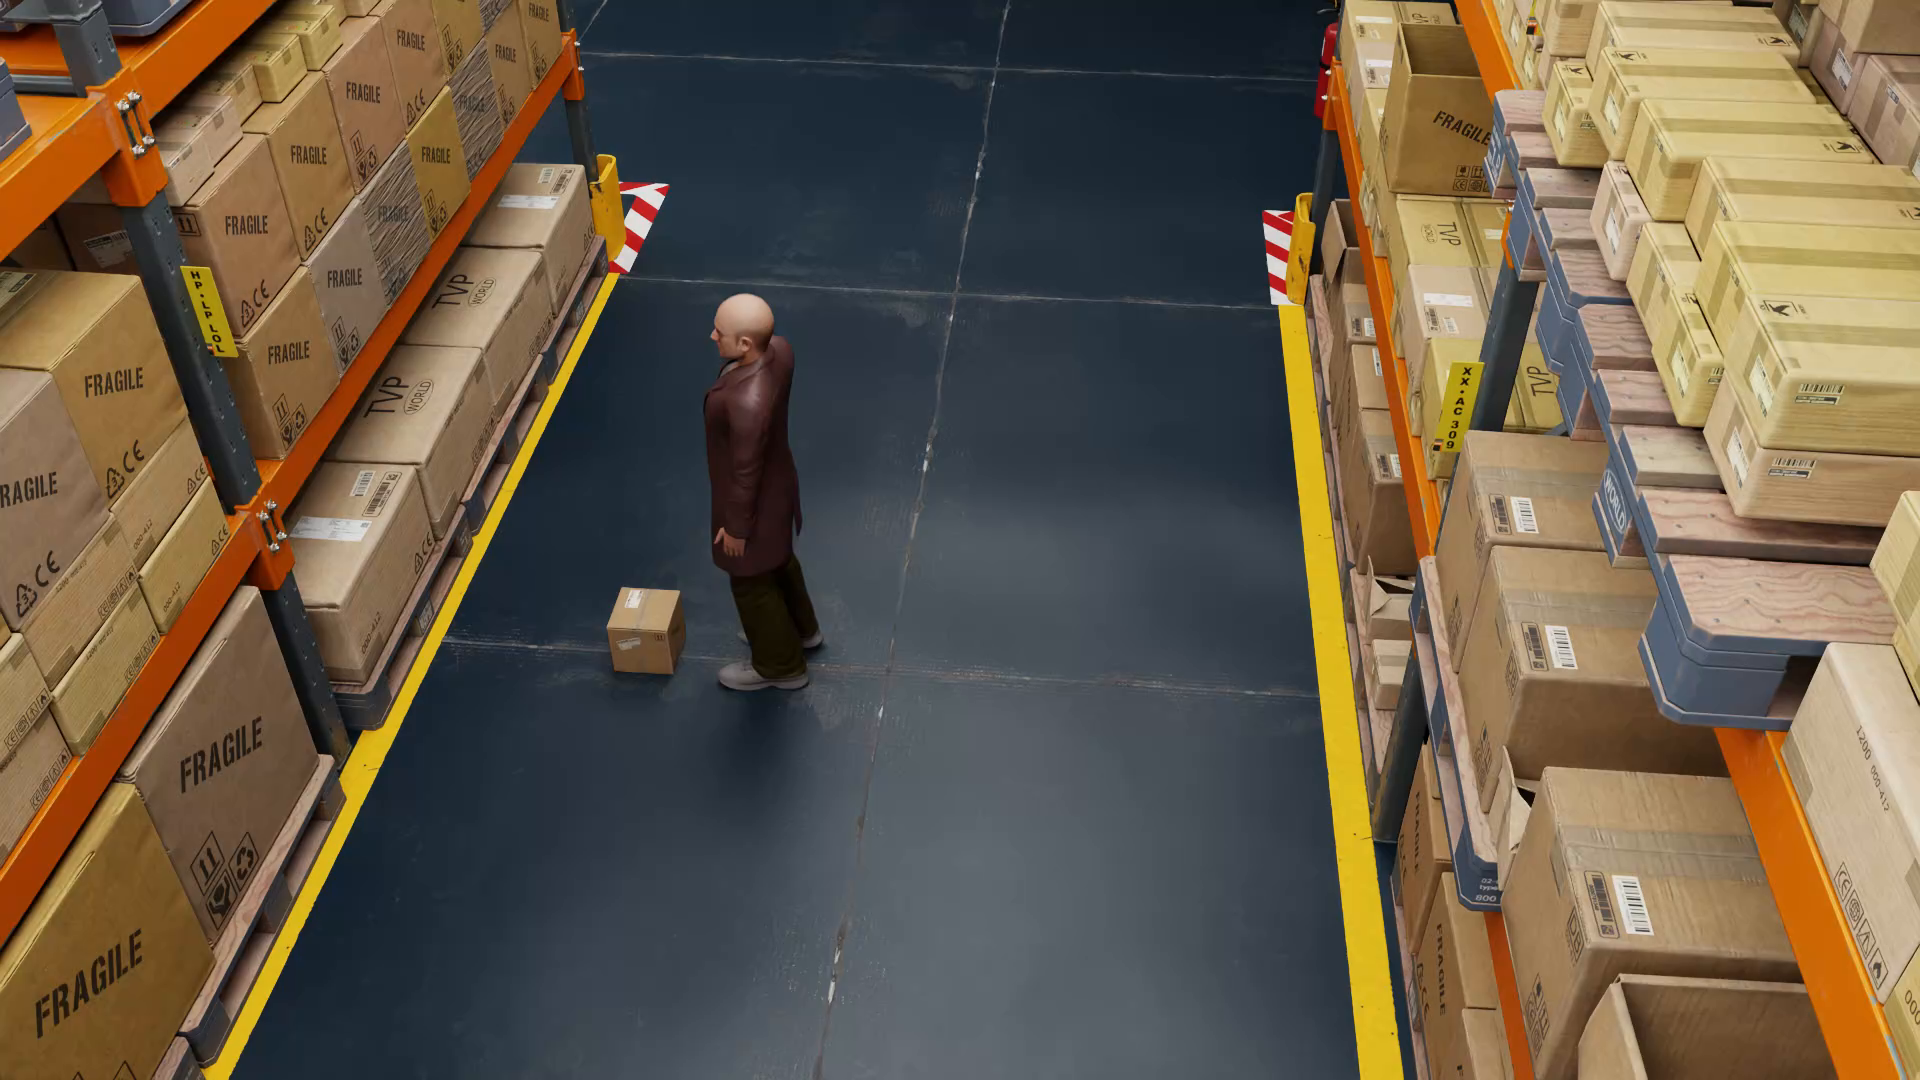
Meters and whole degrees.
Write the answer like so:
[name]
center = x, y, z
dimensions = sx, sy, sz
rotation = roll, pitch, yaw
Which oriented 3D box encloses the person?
[person]
center = -0.788, -0.156, 6.375
dimensions = 0.394, 1.799, 0.561
rotation = 4, 40, 5
